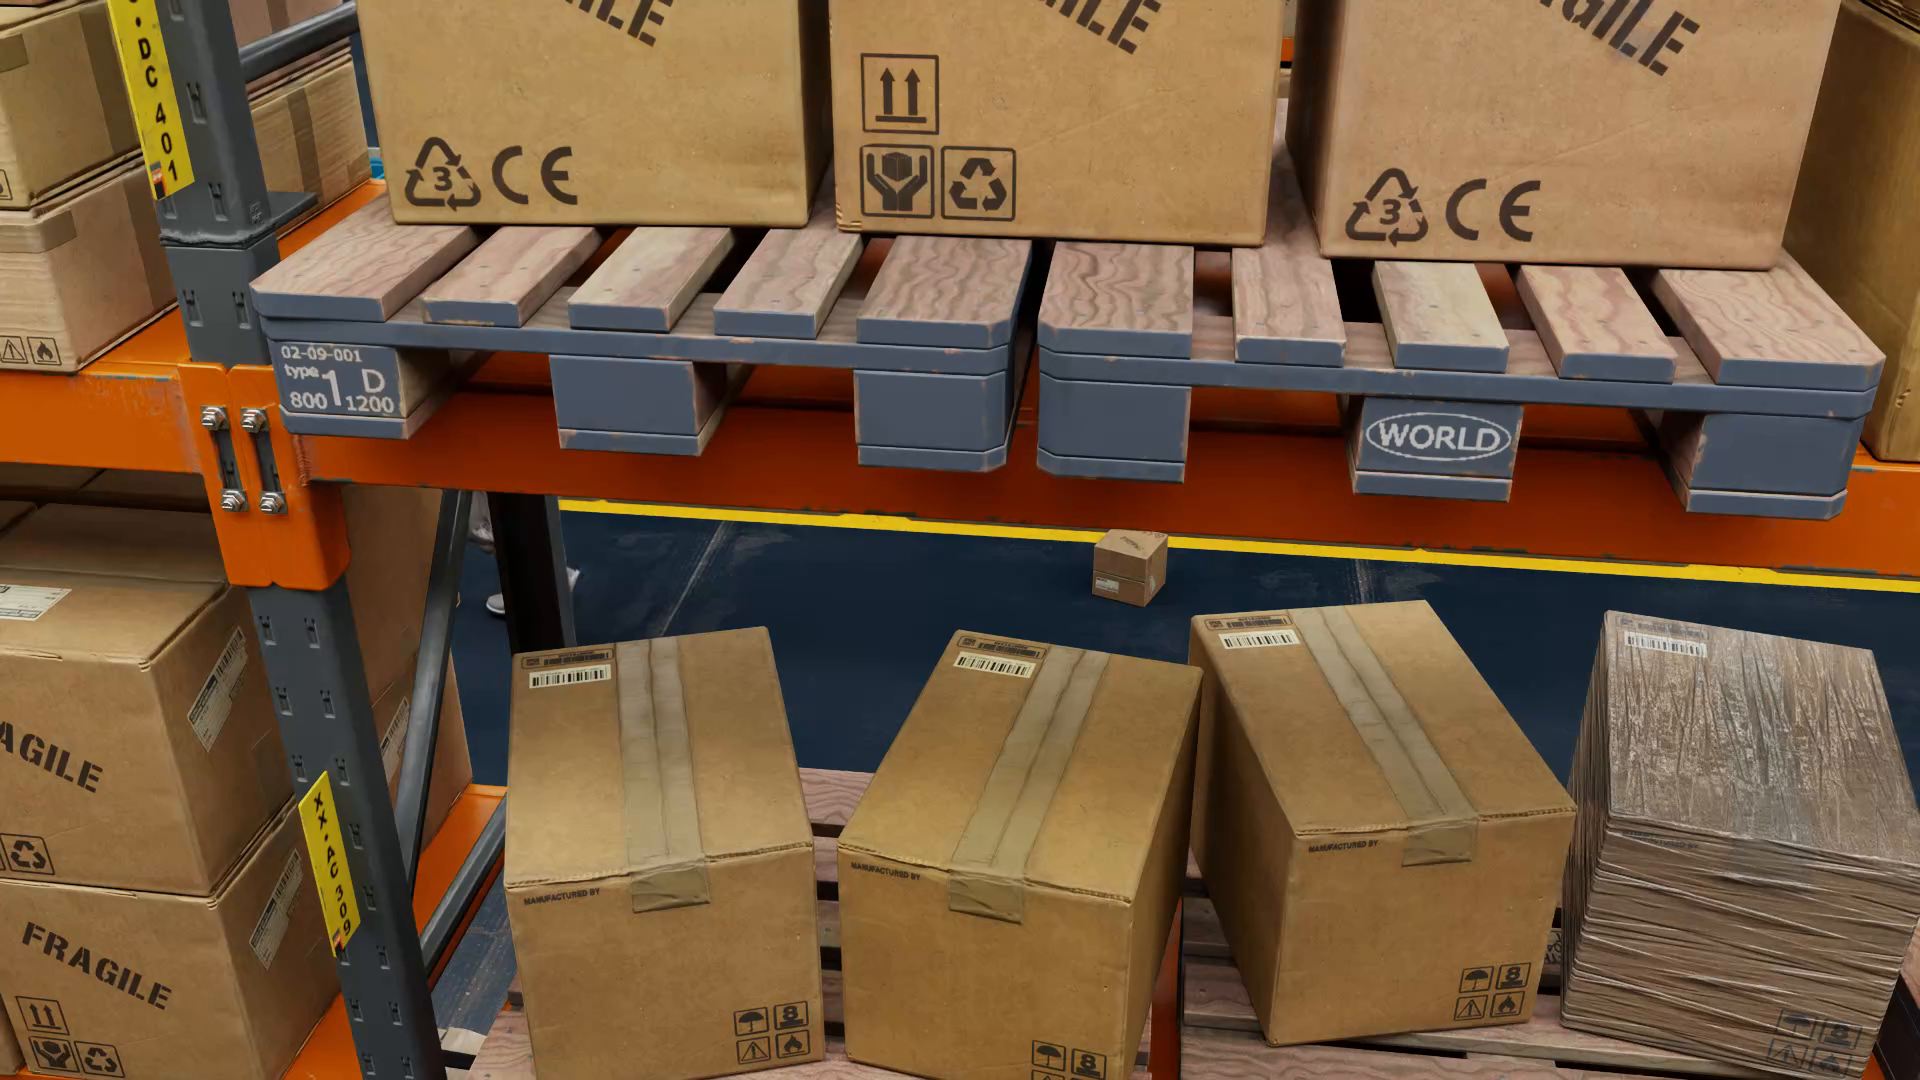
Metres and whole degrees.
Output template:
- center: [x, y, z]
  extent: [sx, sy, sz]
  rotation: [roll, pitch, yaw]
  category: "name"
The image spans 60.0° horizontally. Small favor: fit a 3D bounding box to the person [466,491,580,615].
- center: [-1.829, -0.409, 6.790]
  extent: [0.478, 1.683, 0.500]
  rotation: [5, 29, 9]
  category: "person"
